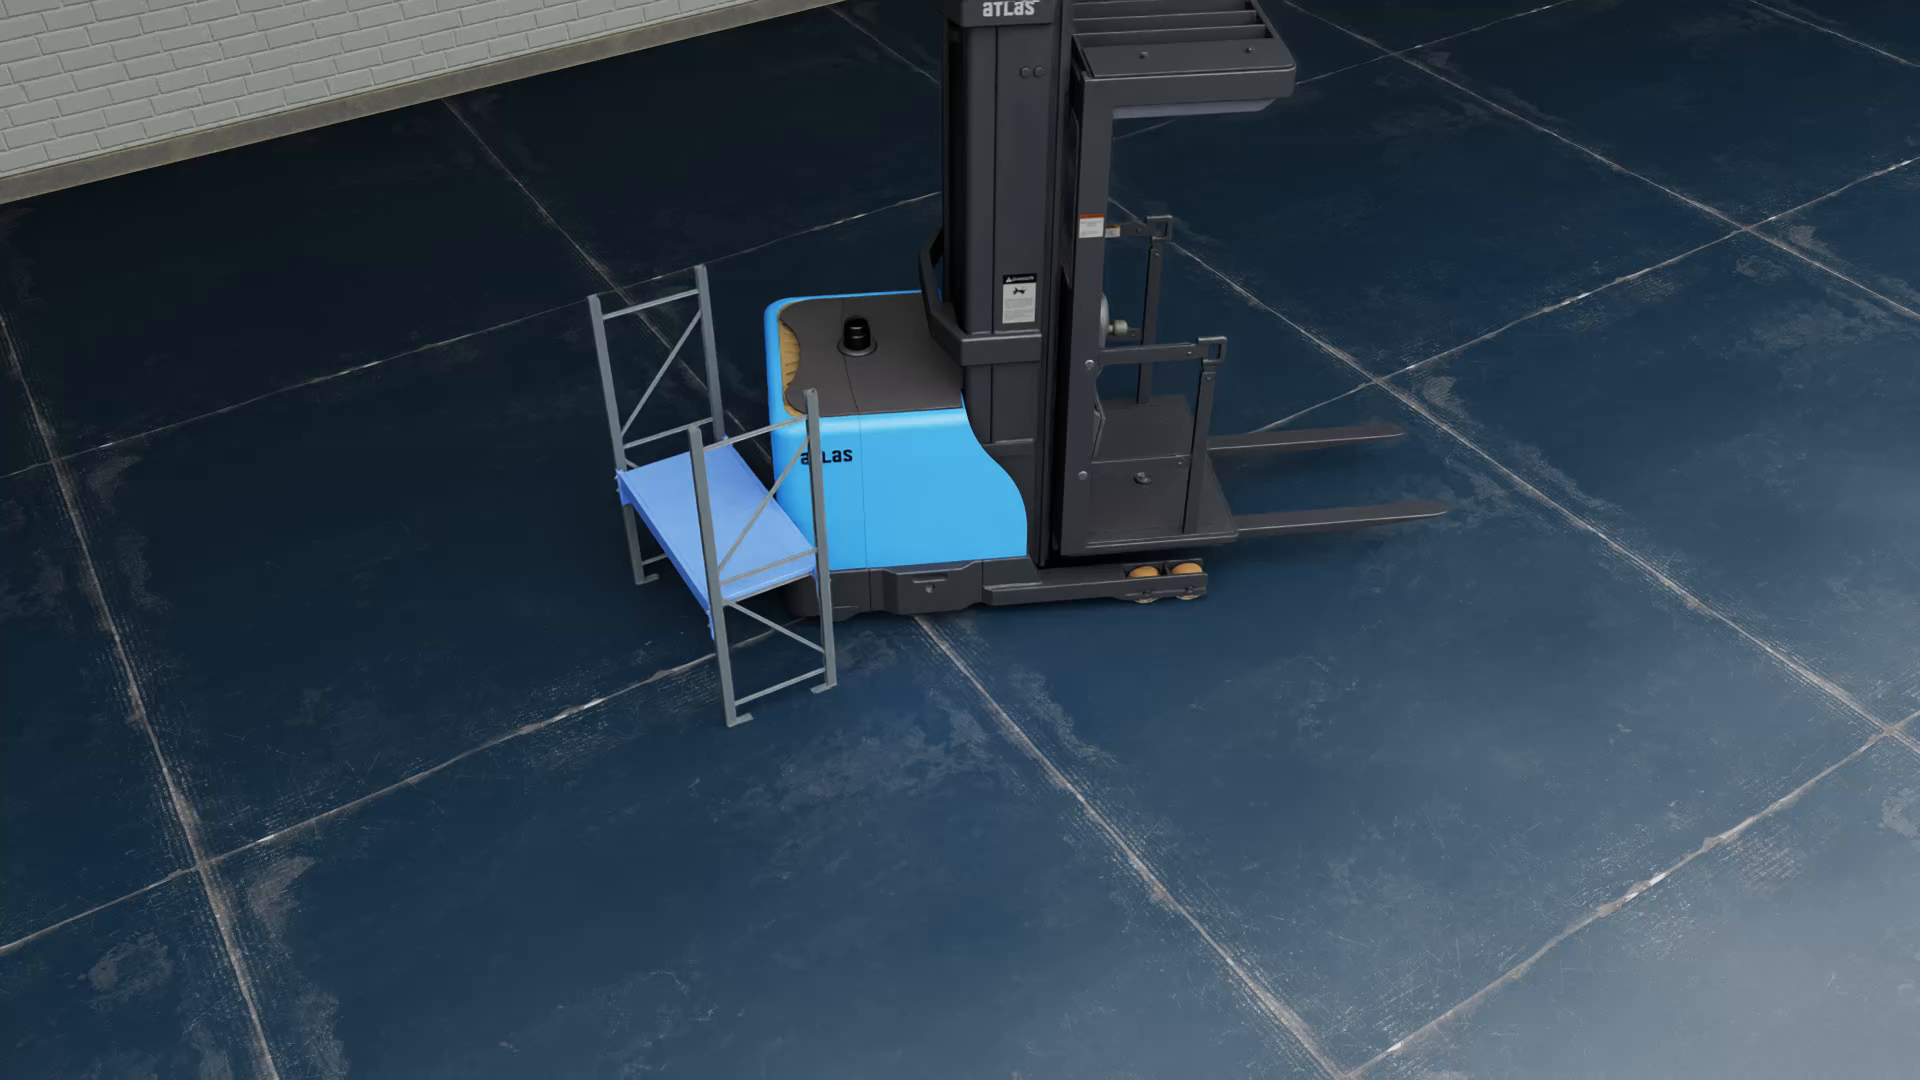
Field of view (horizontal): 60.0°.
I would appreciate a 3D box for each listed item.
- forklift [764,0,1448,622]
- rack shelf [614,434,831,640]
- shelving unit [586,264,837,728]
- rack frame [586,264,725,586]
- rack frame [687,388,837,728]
[{"bbox_3d":[0.675,-1.178,6.874,3.031,2.935,1.130,-4,40,-5],"label":"forklift"},{"bbox_3d":[-0.997,-0.036,6.903,0.538,0.185,1.000,-20,44,-23],"label":"rack shelf"},{"bbox_3d":[-0.997,-0.174,6.787,0.538,1.500,1.048,-20,44,-23],"label":"shelving unit"},{"bbox_3d":[-1.250,-0.456,7.126,0.500,1.500,0.032,-20,44,-23],"label":"rack frame"},{"bbox_3d":[-0.743,0.108,6.449,0.500,1.500,0.032,-20,44,-23],"label":"rack frame"}]
